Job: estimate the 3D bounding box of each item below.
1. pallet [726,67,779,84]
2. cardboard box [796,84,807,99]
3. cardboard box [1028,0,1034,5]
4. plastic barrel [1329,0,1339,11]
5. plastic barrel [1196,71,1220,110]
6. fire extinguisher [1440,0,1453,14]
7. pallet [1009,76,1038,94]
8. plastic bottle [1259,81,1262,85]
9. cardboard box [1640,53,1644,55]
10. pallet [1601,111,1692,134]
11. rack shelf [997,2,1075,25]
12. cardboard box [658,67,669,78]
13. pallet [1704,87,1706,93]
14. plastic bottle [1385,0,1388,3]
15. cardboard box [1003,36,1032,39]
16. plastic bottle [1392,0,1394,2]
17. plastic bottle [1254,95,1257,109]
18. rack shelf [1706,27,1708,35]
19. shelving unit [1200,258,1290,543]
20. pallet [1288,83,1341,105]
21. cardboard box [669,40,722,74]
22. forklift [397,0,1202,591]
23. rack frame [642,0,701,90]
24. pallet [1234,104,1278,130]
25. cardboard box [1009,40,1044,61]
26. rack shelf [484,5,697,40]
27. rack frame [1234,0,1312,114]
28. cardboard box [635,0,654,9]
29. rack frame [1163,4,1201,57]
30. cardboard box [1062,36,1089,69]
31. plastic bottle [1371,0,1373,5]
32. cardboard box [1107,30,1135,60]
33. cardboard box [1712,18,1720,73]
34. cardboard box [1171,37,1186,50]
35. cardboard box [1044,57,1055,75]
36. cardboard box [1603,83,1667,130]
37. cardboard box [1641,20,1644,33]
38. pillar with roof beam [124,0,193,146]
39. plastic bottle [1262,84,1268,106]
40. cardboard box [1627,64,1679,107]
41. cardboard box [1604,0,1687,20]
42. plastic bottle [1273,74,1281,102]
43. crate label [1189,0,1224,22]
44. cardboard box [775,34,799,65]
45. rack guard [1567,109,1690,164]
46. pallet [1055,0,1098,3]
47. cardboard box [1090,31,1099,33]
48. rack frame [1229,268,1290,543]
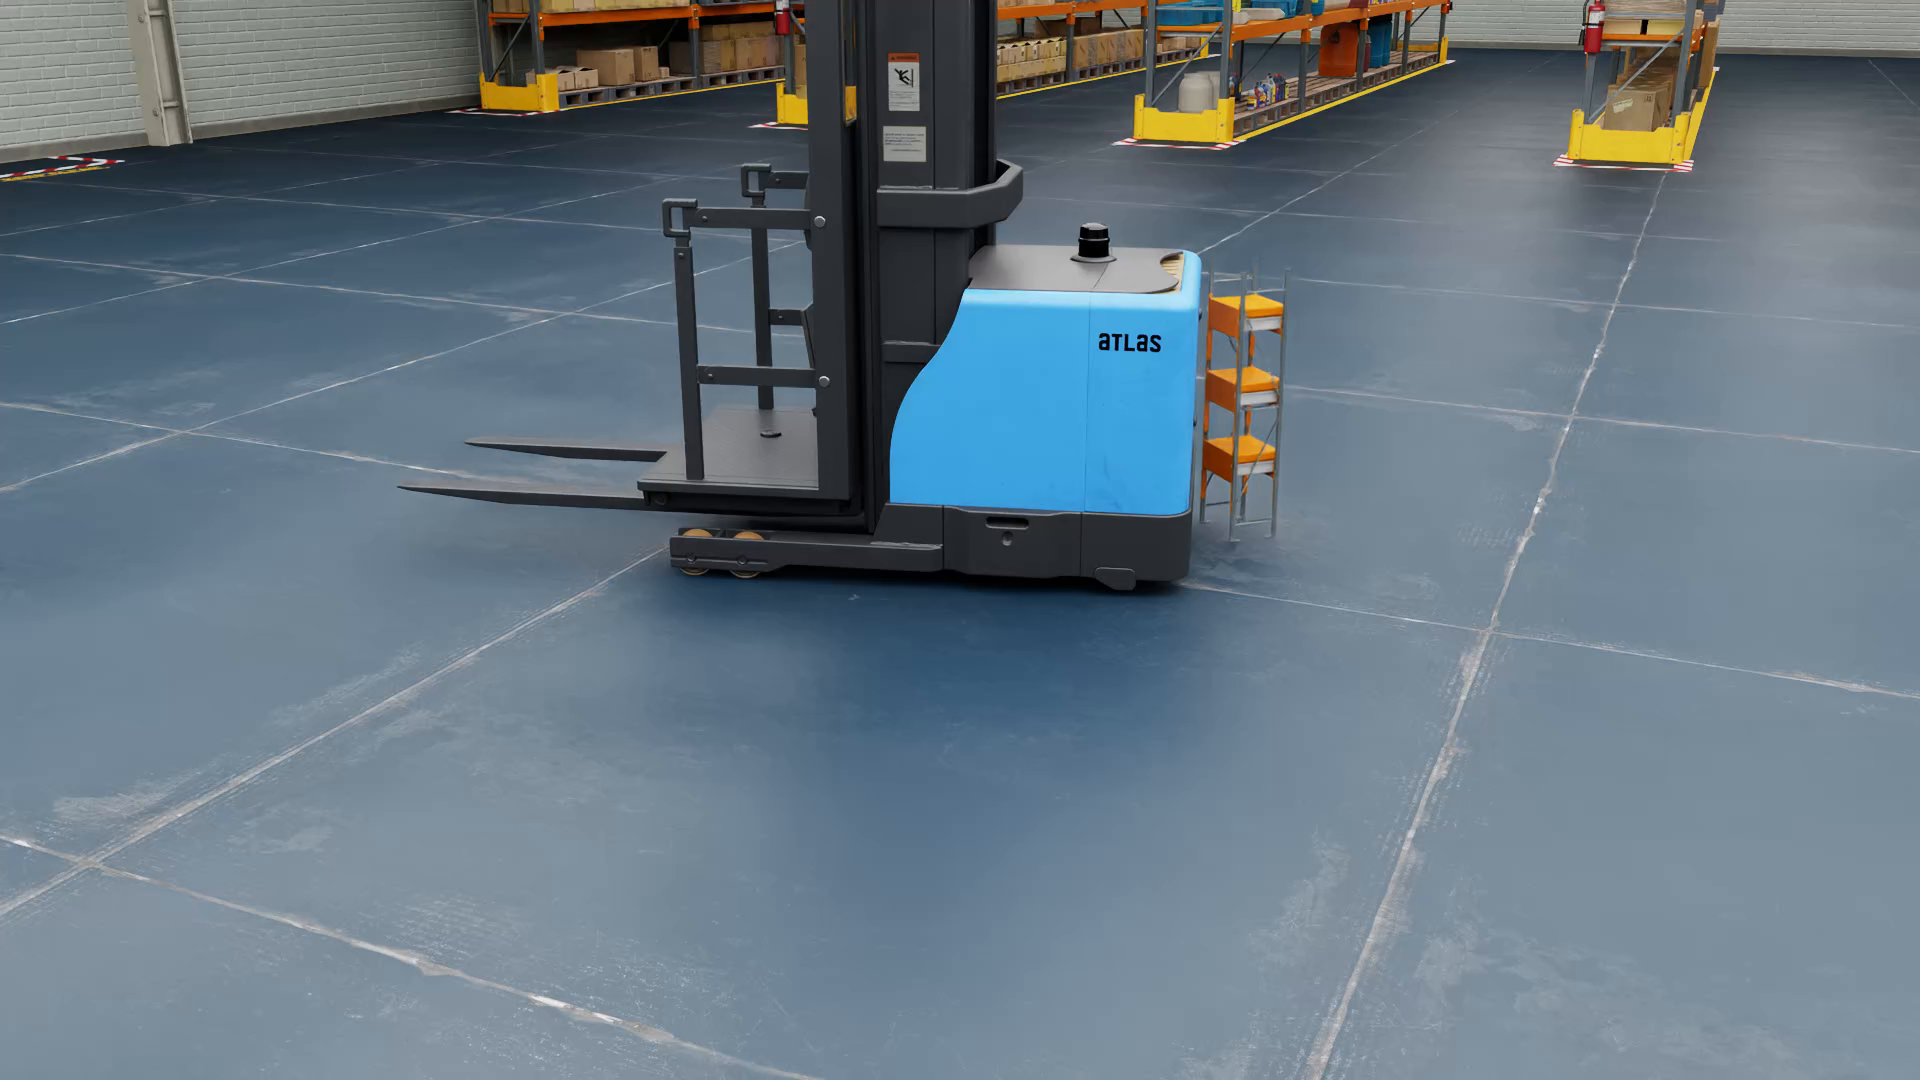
[{"bbox_3d":[-3.885,-8.100,28.929,1.003,0.211,1.213,9,21,23],"label":"pallet"},{"bbox_3d":[-1.868,-6.006,22.358,0.500,0.250,0.500,9,21,23],"label":"cardboard box"},{"bbox_3d":[0.987,-8.829,27.194,0.380,0.149,0.250,10,22,27],"label":"cardboard box"},{"bbox_3d":[5.407,-8.124,24.634,0.433,0.535,0.433,0,20,0],"label":"plastic barrel"},{"bbox_3d":[3.105,-5.609,20.851,0.421,0.512,0.421,0,20,0],"label":"plastic barrel"},{"bbox_3d":[9.728,-10.881,33.261,0.296,0.674,0.183,9,21,23],"label":"fire extinguisher"},{"bbox_3d":[0.584,-7.413,26.999,1.003,0.211,1.213,9,21,23],"label":"pallet"},{"bbox_3d":[4.022,-5.981,22.208,0.061,0.283,0.133,9,21,23],"label":"plastic bottle"},{"bbox_3d":[10.238,-6.807,24.206,0.700,0.500,0.500,7,21,20],"label":"cardboard box"},{"bbox_3d":[8.613,-5.238,20.882,1.003,0.211,1.213,9,21,23],"label":"pallet"},{"bbox_3d":[0.639,-8.395,26.671,1.077,0.370,4.000,9,21,23],"label":"rack shelf"},{"bbox_3d":[-4.892,-7.506,26.669,0.380,0.166,0.250,6,20,16],"label":"cardboard box"},{"bbox_3d":[11.387,-7.273,26.605,1.003,0.211,1.213,9,21,23],"label":"pallet"},{"bbox_3d":[7.188,-9.212,28.070,0.061,0.283,0.133,9,21,23],"label":"plastic bottle"},{"bbox_3d":[0.976,-8.392,28.229,0.500,0.311,0.500,9,22,25],"label":"cardboard box"},{"bbox_3d":[7.391,-9.398,28.603,0.152,0.276,0.135,9,21,23],"label":"plastic bottle"},{"bbox_3d":[3.769,-5.651,21.401,0.097,0.201,0.097,0,20,0],"label":"plastic bottle"},{"bbox_3d":[11.313,-8.257,26.284,1.077,0.370,4.000,9,21,23],"label":"rack shelf"},{"bbox_3d":[1.091,-0.536,6.404,0.215,1.050,0.252,-7,21,-19],"label":"shelving unit"},{"bbox_3d":[5.122,-6.747,25.126,1.003,0.211,1.213,9,21,23],"label":"pallet"},{"bbox_3d":[-4.415,-8.058,27.723,0.700,0.500,0.500,9,22,25],"label":"cardboard box"},{"bbox_3d":[-0.620,-1.413,6.066,3.031,2.935,1.130,3,20,8],"label":"forklift"},{"bbox_3d":[-4.701,-8.801,26.739,1.000,3.000,0.127,9,21,23],"label":"rack frame"},{"bbox_3d":[3.526,-5.554,21.770,1.003,0.211,1.213,9,21,23],"label":"pallet"},{"bbox_3d":[1.052,-8.004,27.139,0.500,0.311,0.500,8,21,22],"label":"cardboard box"},{"bbox_3d":[-5.520,-7.851,25.141,1.077,0.370,4.000,9,21,23],"label":"rack shelf"},{"bbox_3d":[4.338,-7.442,22.917,1.000,3.000,0.127,9,21,23],"label":"rack frame"},{"bbox_3d":[-5.022,-8.246,25.373,0.500,0.250,0.500,8,21,22],"label":"cardboard box"},{"bbox_3d":[4.734,-11.791,35.146,1.000,3.000,0.127,9,21,23],"label":"rack frame"},{"bbox_3d":[1.905,-8.475,28.896,0.500,0.500,0.500,10,22,25],"label":"cardboard box"},{"bbox_3d":[6.637,-8.835,27.021,0.152,0.276,0.135,9,21,23],"label":"plastic bottle"},{"bbox_3d":[2.945,-9.257,31.096,0.500,0.500,0.500,9,21,23],"label":"cardboard box"},{"bbox_3d":[11.888,-8.206,27.610,1.225,0.875,0.875,9,21,23],"label":"cardboard box"},{"bbox_3d":[4.320,-10.216,34.166,0.500,0.250,0.500,9,21,23],"label":"cardboard box"},{"bbox_3d":[1.257,-7.895,27.669,0.500,0.250,0.500,8,21,22],"label":"cardboard box"},{"bbox_3d":[7.703,-4.935,18.973,0.500,0.500,0.500,15,25,37],"label":"cardboard box"},{"bbox_3d":[7.250,-5.613,18.149,0.380,0.149,0.250,9,21,23],"label":"cardboard box"},{"bbox_3d":[-5.371,-8.312,16.413,9.100,9.000,0.400,9,21,23],"label":"pillar with roof beam"},{"bbox_3d":[3.991,-5.849,21.855,0.097,0.271,0.097,0,20,0],"label":"plastic bottle"},{"bbox_3d":[9.127,-5.976,21.870,0.700,0.500,0.500,7,21,19],"label":"cardboard box"},{"bbox_3d":[7.468,-5.891,17.963,0.875,0.500,0.500,9,21,23],"label":"cardboard box"},{"bbox_3d":[4.258,-6.106,22.457,0.144,0.351,0.185,7,21,20],"label":"plastic bottle"},{"bbox_3d":[3.207,-6.835,21.159,0.502,0.435,0.616,9,21,23],"label":"crate label"},{"bbox_3d":[-3.310,-8.826,29.884,0.700,0.500,0.500,9,21,23],"label":"cardboard box"},{"bbox_3d":[7.249,-4.385,18.052,1.175,0.500,0.348,9,21,23],"label":"rack guard"},{"bbox_3d":[1.672,-9.472,28.911,1.213,0.211,1.003,9,21,23],"label":"pallet"},{"bbox_3d":[2.256,-9.167,30.842,0.500,0.500,0.500,9,21,23],"label":"cardboard box"},{"bbox_3d":[1.133,-0.498,6.295,0.200,1.050,0.008,-7,21,-19],"label":"rack frame"}]
